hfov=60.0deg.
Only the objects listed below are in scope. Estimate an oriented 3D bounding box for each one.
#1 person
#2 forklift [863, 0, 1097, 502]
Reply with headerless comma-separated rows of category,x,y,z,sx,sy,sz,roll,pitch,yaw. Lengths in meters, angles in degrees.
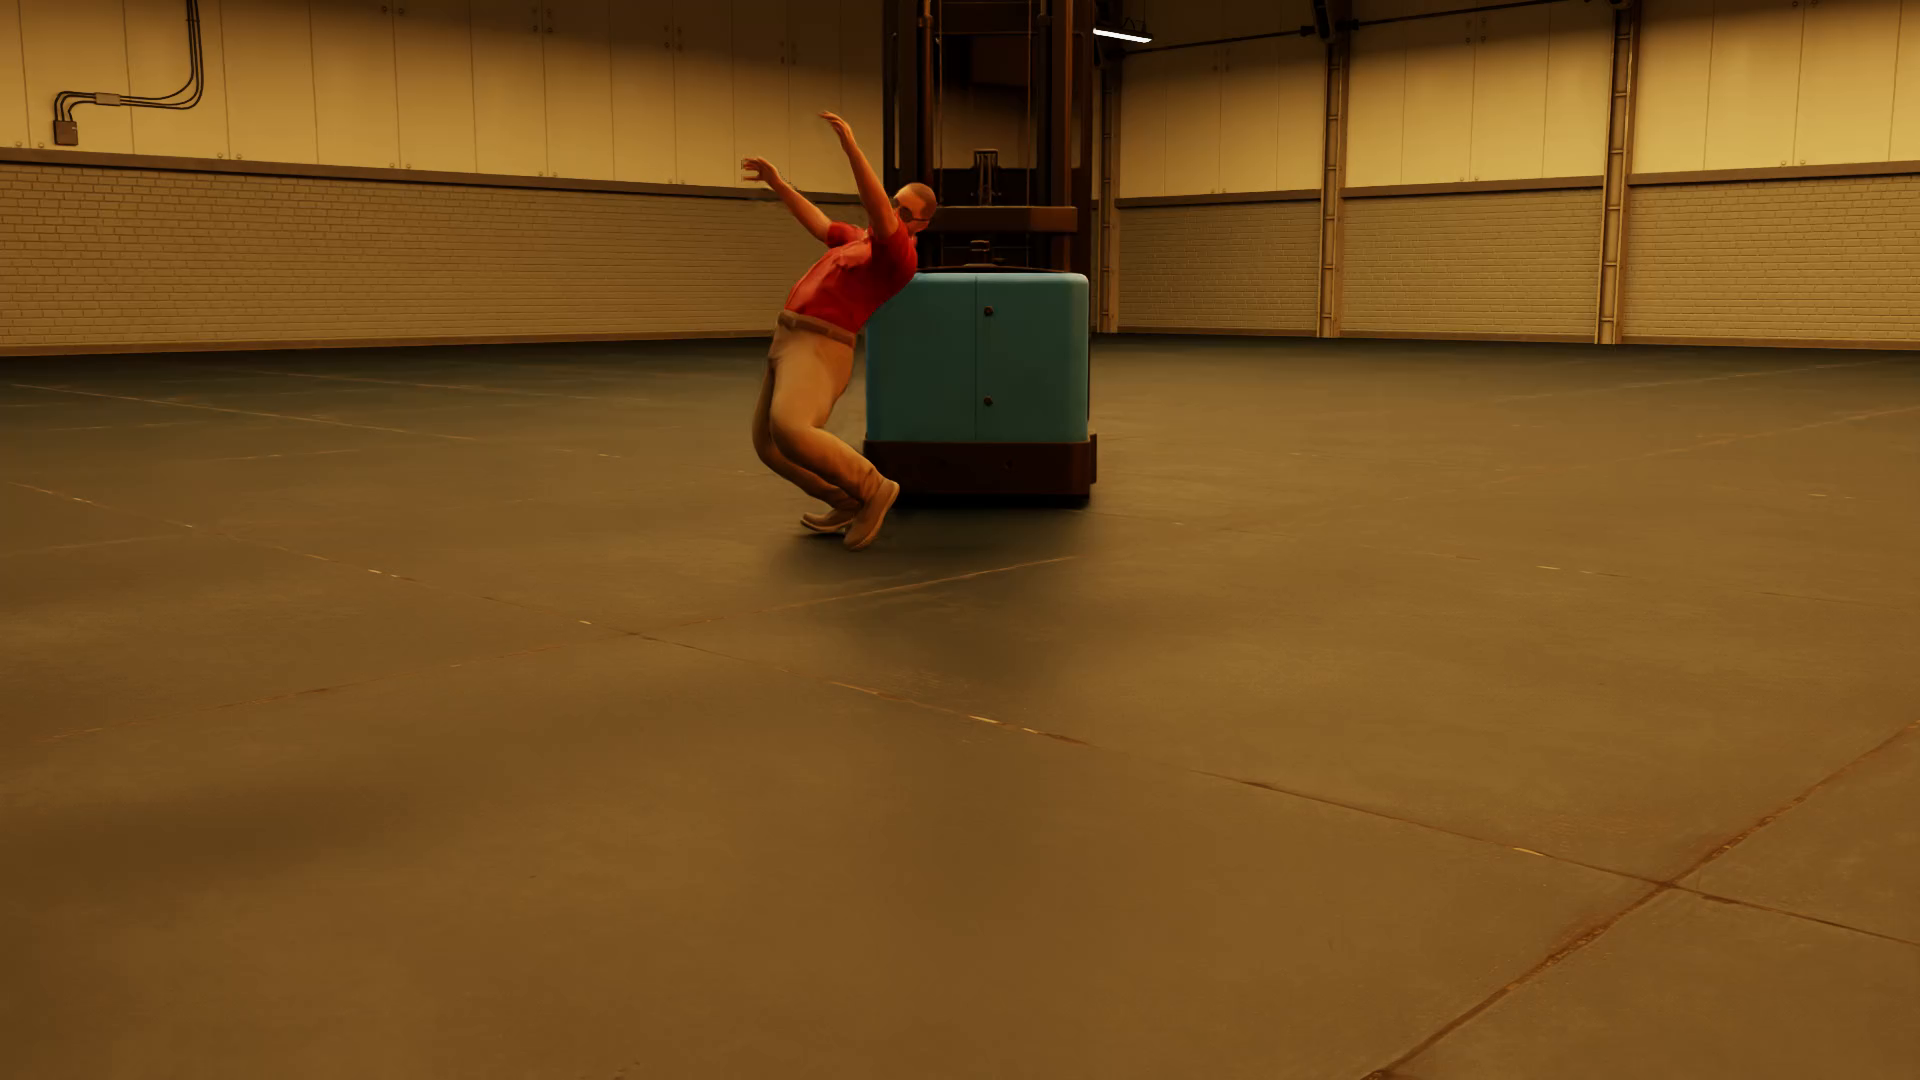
person,-0.482,-0.814,6.638,0.726,1.660,0.998,-3,9,-19
forklift,0.158,-1.812,8.908,1.130,2.935,3.031,0,9,3
